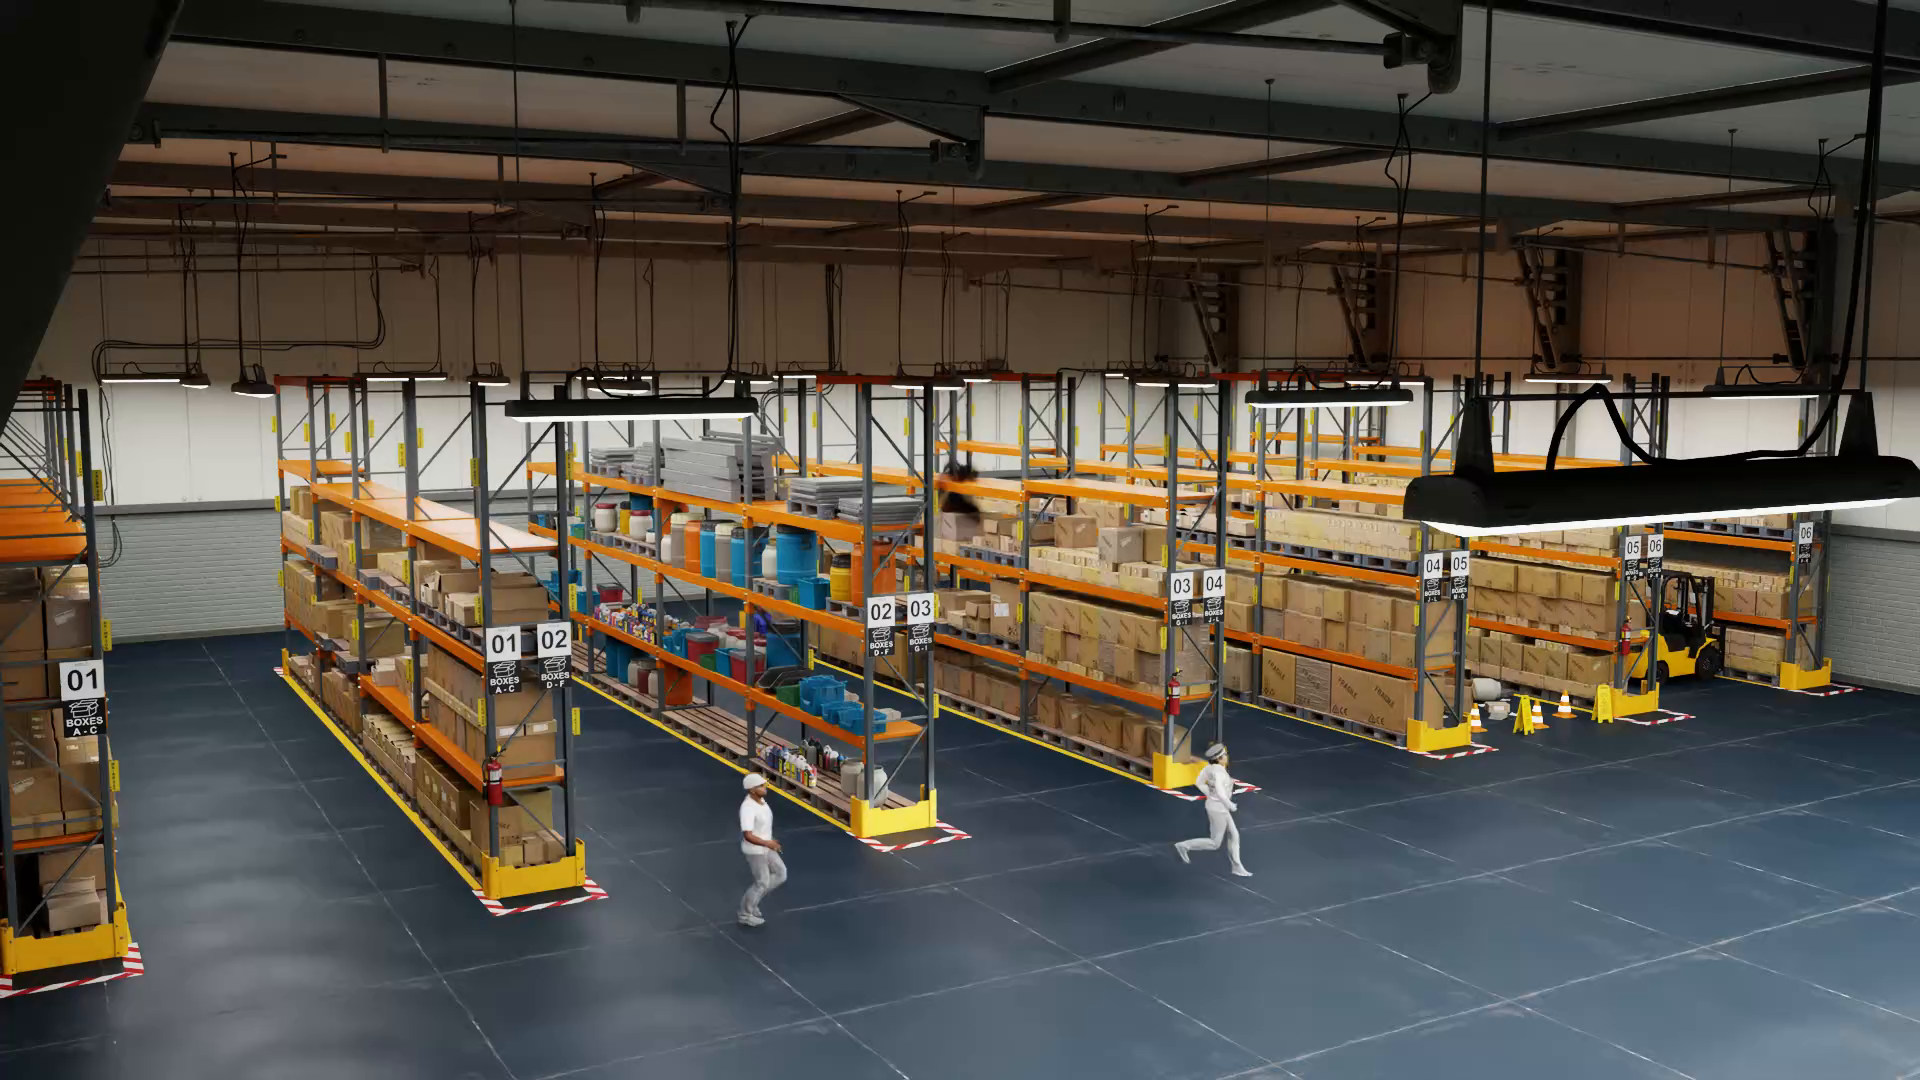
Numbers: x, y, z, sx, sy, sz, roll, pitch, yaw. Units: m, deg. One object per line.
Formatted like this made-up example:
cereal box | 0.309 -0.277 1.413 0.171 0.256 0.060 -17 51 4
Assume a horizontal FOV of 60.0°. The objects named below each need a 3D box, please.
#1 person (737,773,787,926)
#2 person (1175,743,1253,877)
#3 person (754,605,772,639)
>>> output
person | -2.224 3.441 18.588 0.558 1.721 0.712 1 6 5
person | 3.108 3.312 20.269 0.993 1.691 0.596 0 6 -2
person | -3.802 1.989 32.368 0.571 1.606 0.576 -4 8 -34
